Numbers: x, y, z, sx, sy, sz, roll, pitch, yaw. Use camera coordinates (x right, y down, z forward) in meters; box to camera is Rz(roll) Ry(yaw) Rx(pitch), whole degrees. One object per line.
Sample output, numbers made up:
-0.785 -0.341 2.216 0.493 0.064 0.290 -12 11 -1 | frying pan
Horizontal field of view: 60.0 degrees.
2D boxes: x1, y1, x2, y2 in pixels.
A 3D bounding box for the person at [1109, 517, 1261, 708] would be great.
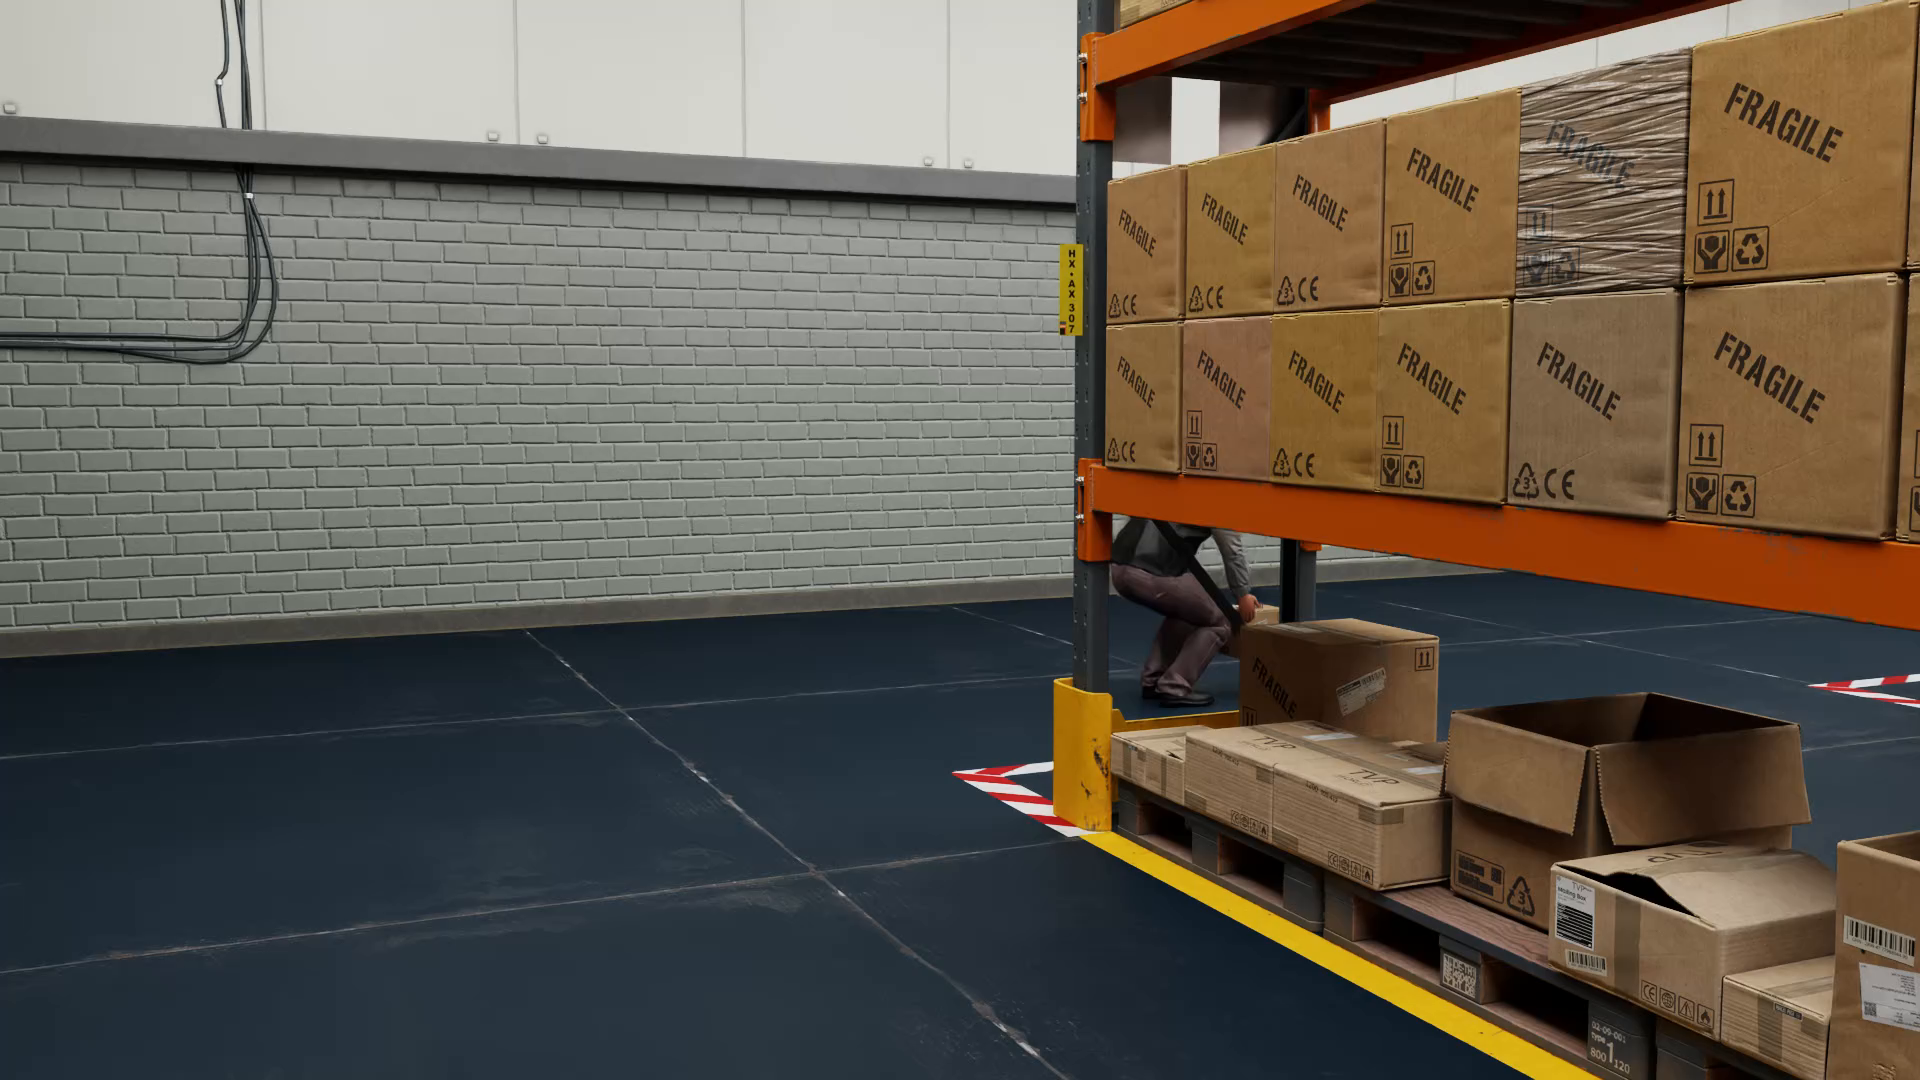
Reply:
1.115 0.183 8.424 0.778 1.261 0.586 -2 6 -24 | person
